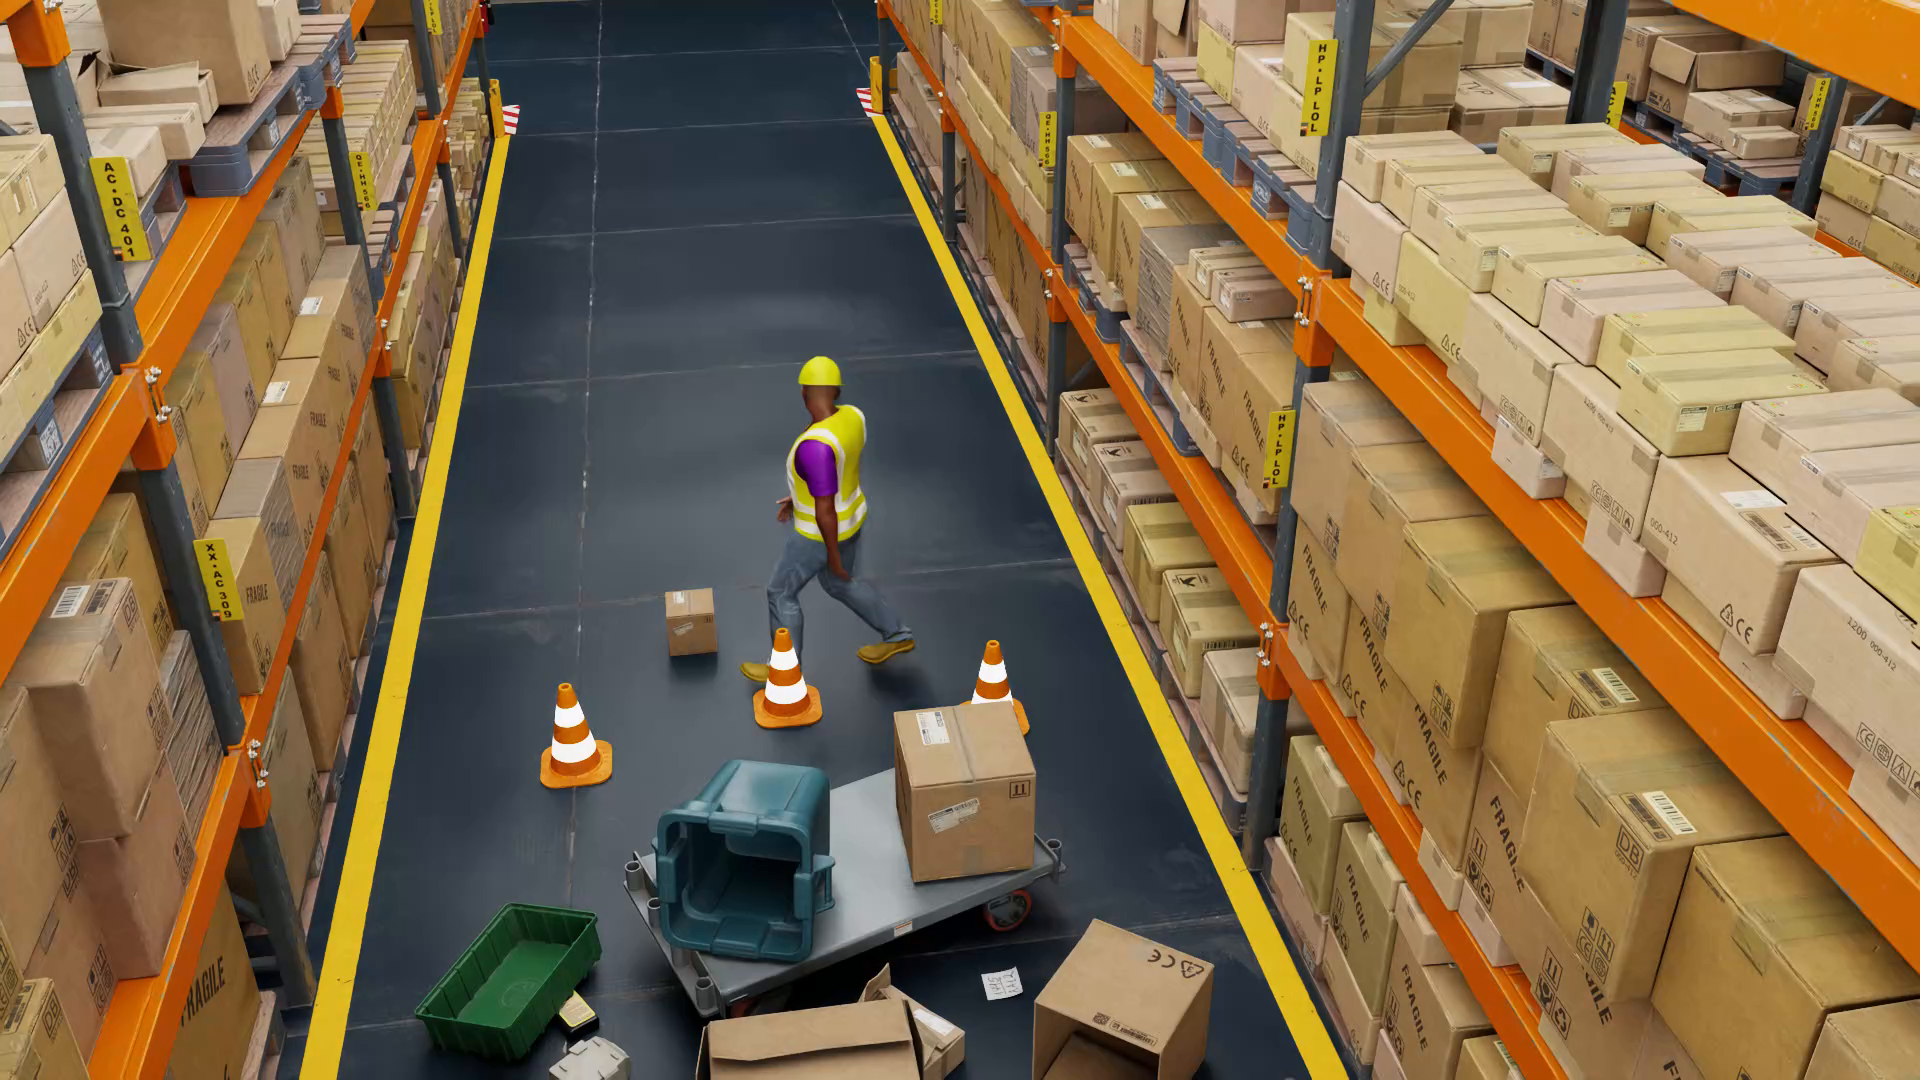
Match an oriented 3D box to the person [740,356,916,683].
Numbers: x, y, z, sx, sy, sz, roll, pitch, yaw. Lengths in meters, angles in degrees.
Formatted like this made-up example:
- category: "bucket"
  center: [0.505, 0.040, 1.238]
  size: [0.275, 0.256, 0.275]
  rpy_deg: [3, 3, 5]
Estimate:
- category: "person"
  center: [-0.665, -0.085, 8.242]
  size: [0.822, 1.711, 0.604]
  rpy_deg: [10, 32, 16]
